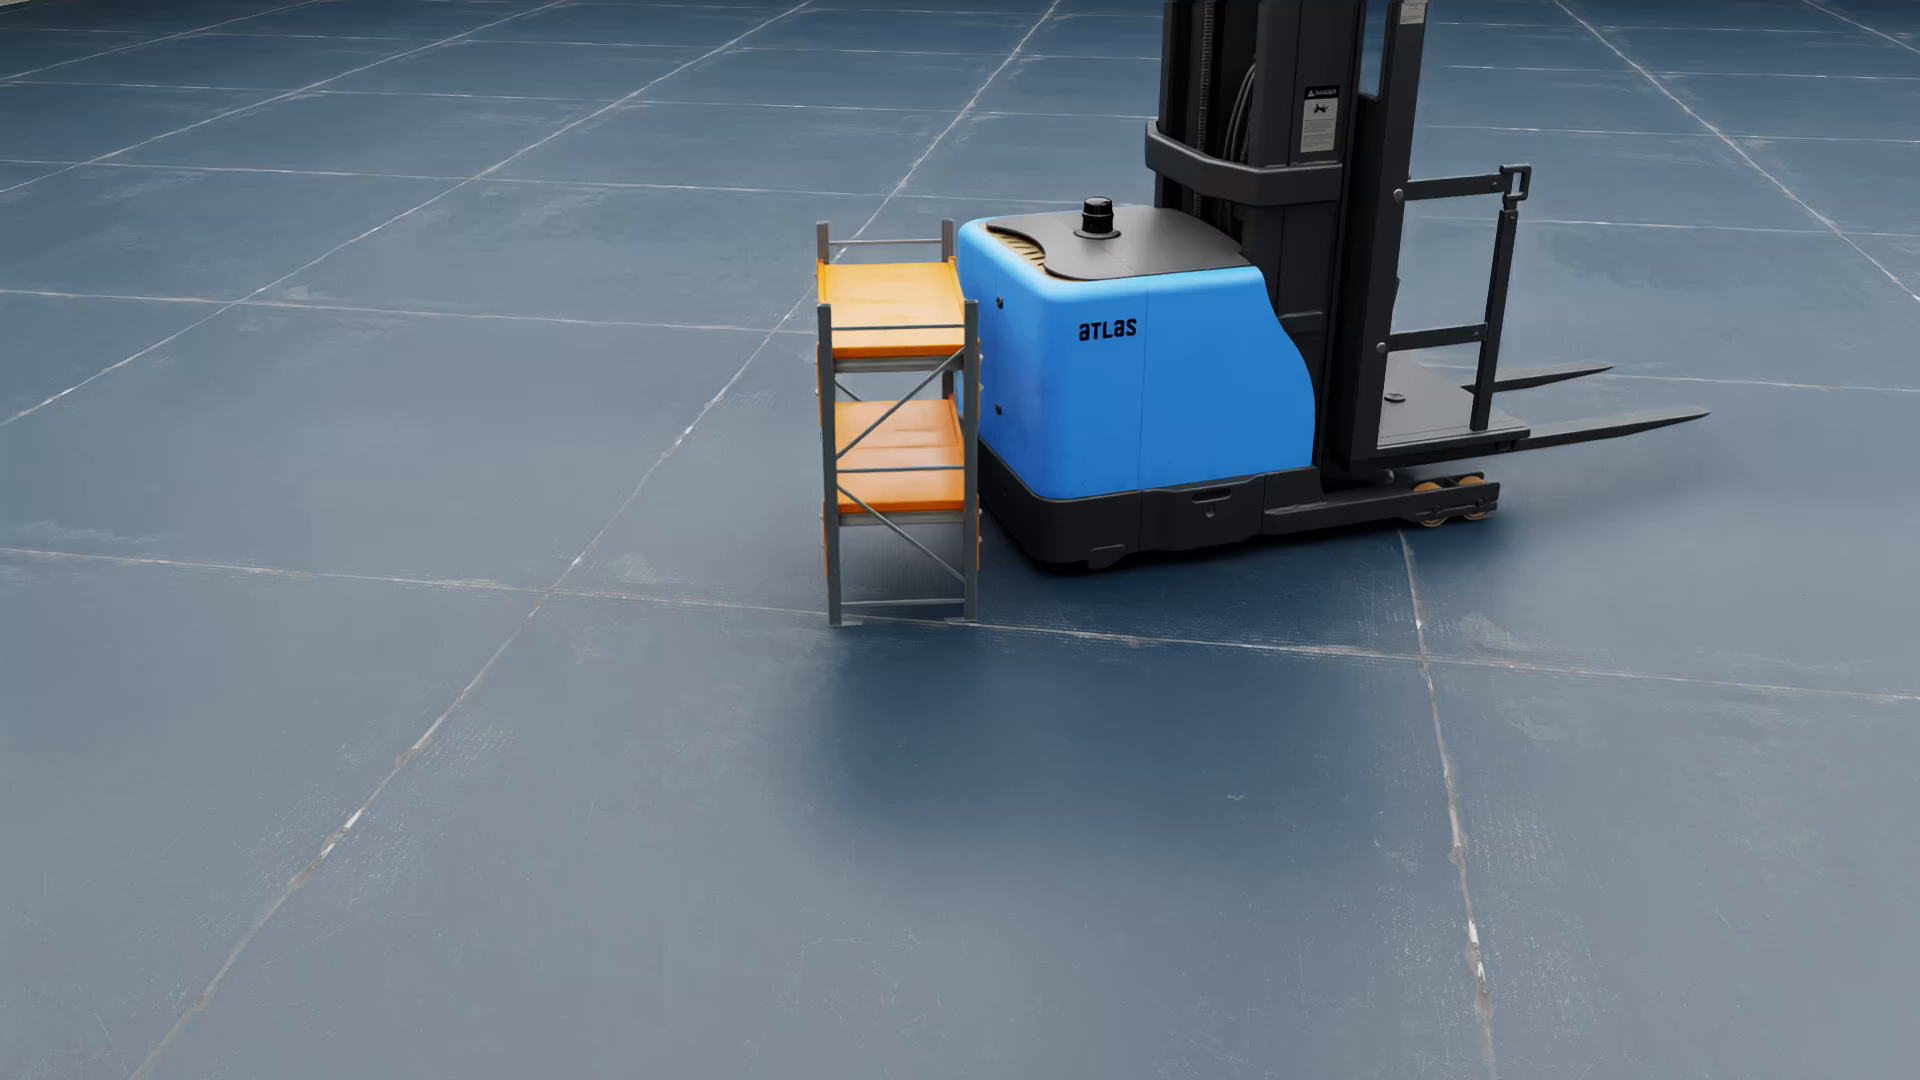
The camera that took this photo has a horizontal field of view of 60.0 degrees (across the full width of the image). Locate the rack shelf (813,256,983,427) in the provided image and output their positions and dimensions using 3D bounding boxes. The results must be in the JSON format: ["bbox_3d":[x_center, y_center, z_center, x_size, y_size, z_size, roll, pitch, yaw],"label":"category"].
[{"bbox_3d":[-0.234,-0.707,5.744,0.538,0.278,1.000,-2,25,-4],"label":"rack shelf"}]

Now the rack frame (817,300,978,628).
[{"bbox_3d":[-0.193,-0.227,5.409,0.500,1.125,0.032,-2,25,-4],"label":"rack frame"}]

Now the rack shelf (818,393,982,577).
[{"bbox_3d":[-0.234,-0.221,5.971,0.538,0.278,1.000,-2,25,-4],"label":"rack shelf"}]

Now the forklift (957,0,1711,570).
[{"bbox_3d":[1.553,-1.581,6.171,3.031,2.935,1.130,-8,26,-17],"label":"forklift"}]

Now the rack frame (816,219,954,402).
[{"bbox_3d":[-0.275,-0.657,6.327,0.500,1.125,0.032,-2,25,-4],"label":"rack frame"}]

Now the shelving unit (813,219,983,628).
[{"bbox_3d":[-0.234,-0.442,5.868,0.538,1.125,1.048,-2,25,-4],"label":"shelving unit"}]
